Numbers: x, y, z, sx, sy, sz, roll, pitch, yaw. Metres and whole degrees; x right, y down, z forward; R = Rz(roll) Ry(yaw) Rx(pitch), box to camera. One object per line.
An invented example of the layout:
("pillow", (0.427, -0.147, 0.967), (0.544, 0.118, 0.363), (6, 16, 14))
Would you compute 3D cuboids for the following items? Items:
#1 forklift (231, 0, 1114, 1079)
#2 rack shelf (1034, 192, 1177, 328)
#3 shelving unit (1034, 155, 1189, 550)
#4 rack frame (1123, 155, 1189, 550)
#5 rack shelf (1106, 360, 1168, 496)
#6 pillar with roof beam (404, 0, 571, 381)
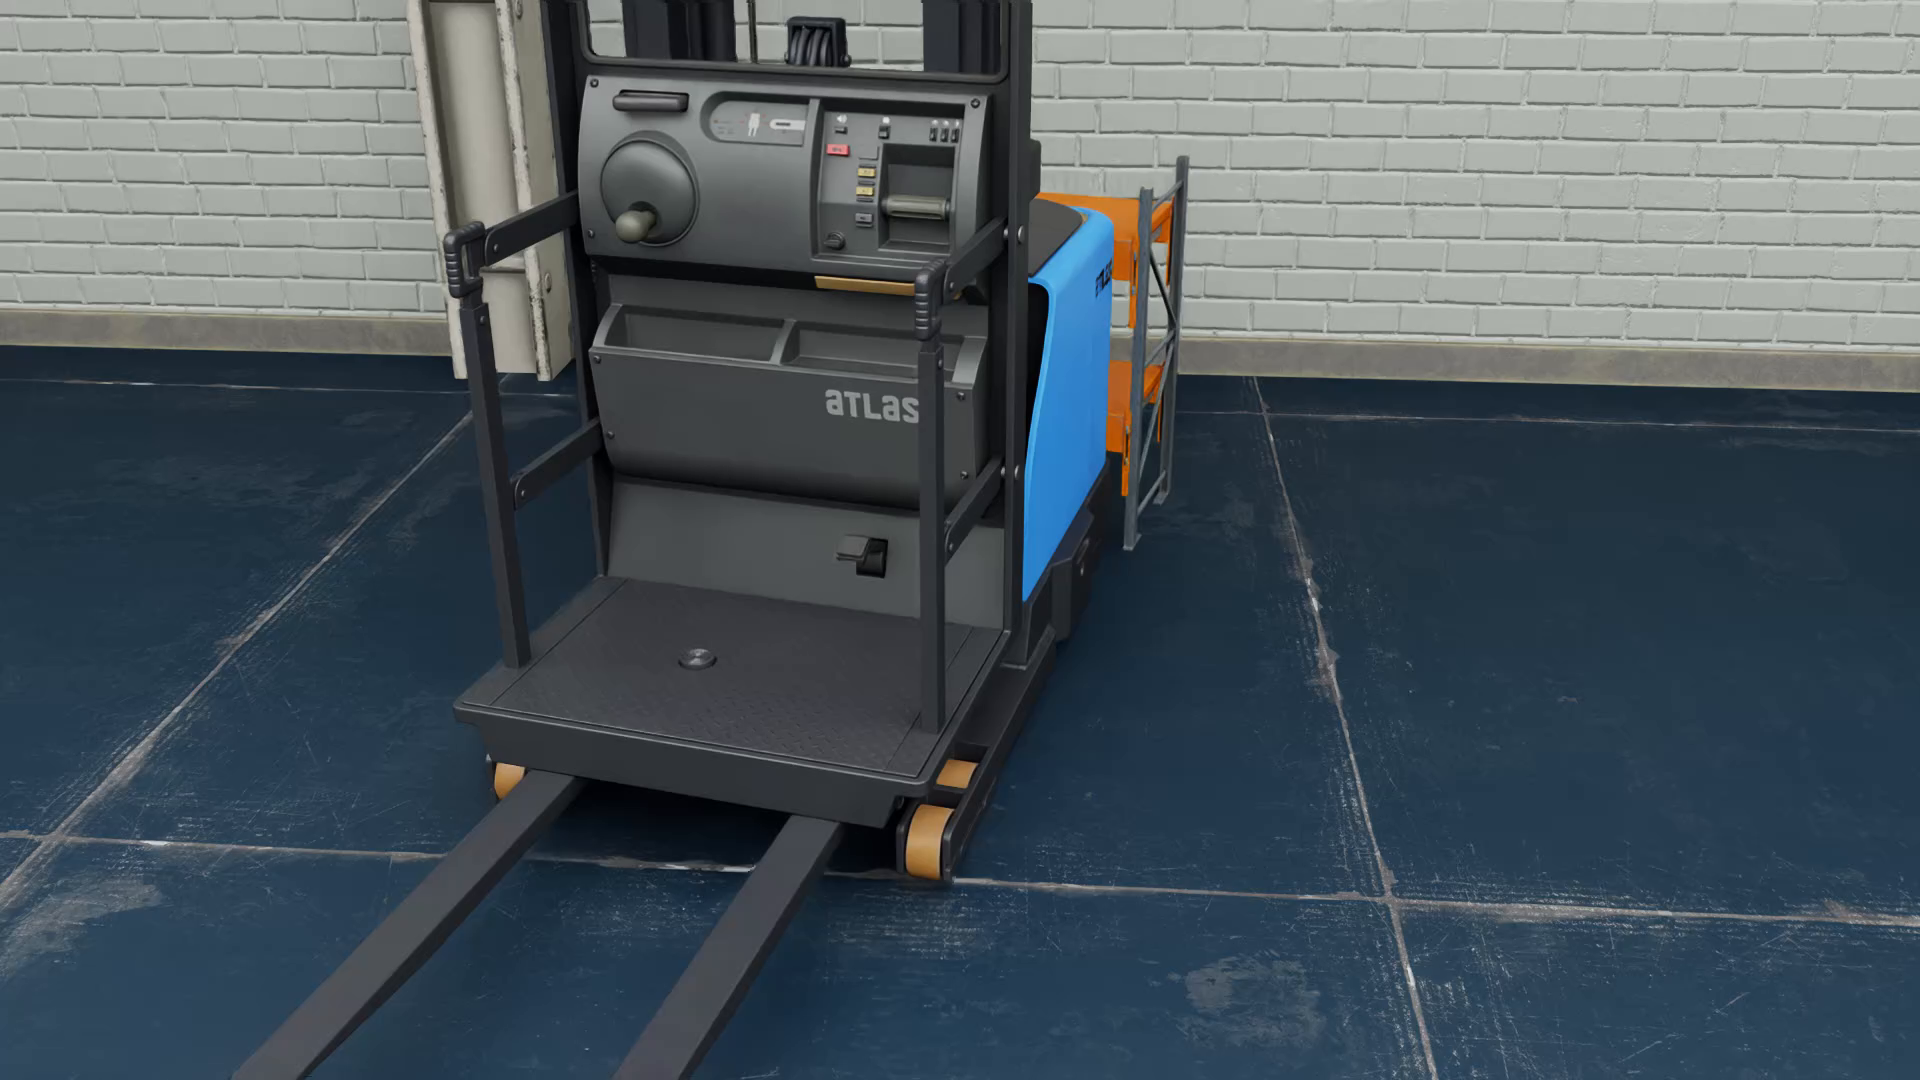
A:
("forklift", (-0.455, -0.772, 3.421), (1.130, 2.935, 3.031), (7, 26, 15))
("rack shelf", (0.132, -0.920, 5.203), (1.000, 0.278, 0.538), (9, 26, 18))
("shelving unit", (0.132, -0.654, 5.326), (1.048, 1.125, 0.538), (9, 26, 18))
("rack frame", (0.610, -0.581, 5.167), (0.032, 1.125, 0.500), (9, 26, 18))
("rack shelf", (0.132, -0.432, 5.428), (1.000, 0.278, 0.538), (9, 26, 18))
("pillar with roof beam", (-2.144, -2.998, 1.000), (0.400, 9.000, 9.100), (2, 25, 4))
